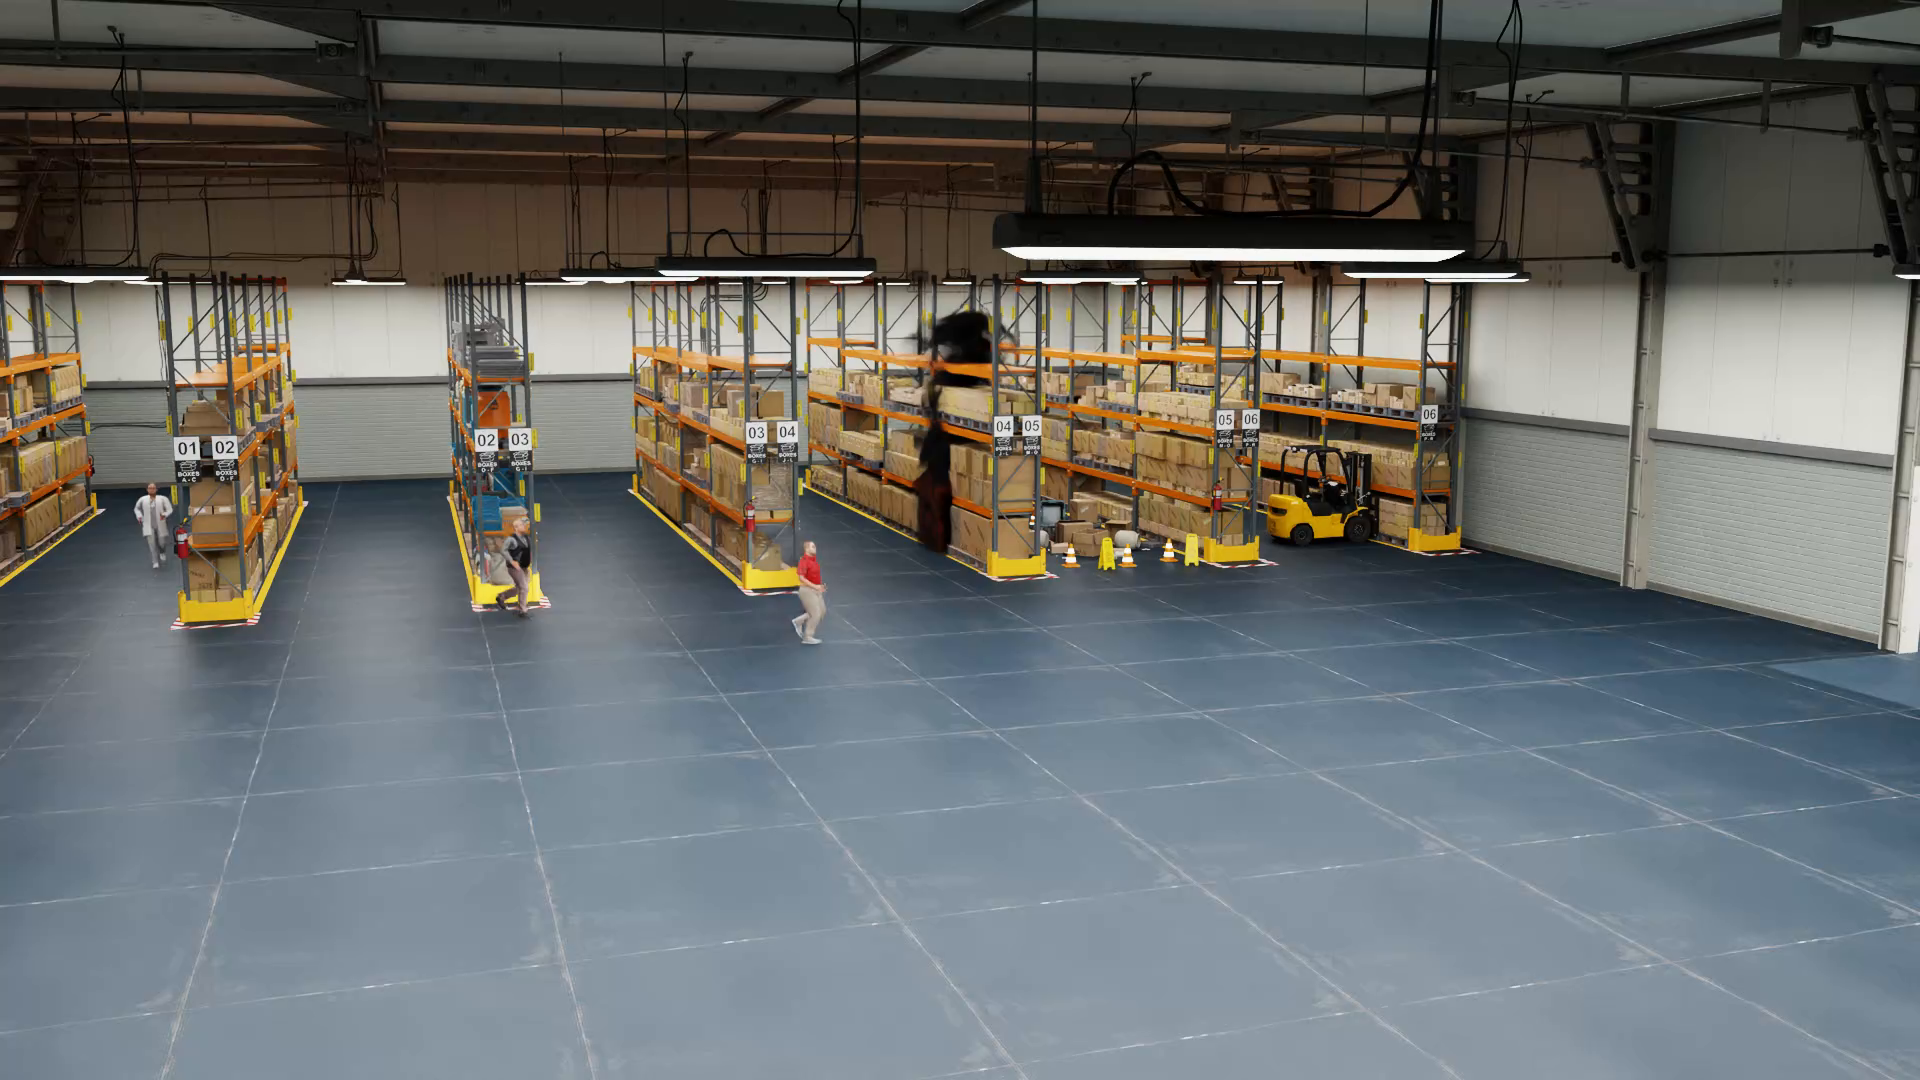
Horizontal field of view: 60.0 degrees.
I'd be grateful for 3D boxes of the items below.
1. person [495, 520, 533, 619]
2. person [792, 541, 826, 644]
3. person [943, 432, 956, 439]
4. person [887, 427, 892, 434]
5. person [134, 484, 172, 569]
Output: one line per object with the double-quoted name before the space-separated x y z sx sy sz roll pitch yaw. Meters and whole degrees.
"person" -7.803 0.504 29.156 0.784 1.723 0.671 3 9 18
"person" -2.448 0.841 26.922 0.630 1.671 0.713 2 9 11
"person" -0.284 -2.838 51.174 0.691 1.817 0.702 -1 9 -8
"person" -2.052 -2.365 47.782 0.654 1.781 0.698 -4 10 -26
"person" -16.635 -0.302 34.320 0.715 1.735 0.825 -4 9 -24
